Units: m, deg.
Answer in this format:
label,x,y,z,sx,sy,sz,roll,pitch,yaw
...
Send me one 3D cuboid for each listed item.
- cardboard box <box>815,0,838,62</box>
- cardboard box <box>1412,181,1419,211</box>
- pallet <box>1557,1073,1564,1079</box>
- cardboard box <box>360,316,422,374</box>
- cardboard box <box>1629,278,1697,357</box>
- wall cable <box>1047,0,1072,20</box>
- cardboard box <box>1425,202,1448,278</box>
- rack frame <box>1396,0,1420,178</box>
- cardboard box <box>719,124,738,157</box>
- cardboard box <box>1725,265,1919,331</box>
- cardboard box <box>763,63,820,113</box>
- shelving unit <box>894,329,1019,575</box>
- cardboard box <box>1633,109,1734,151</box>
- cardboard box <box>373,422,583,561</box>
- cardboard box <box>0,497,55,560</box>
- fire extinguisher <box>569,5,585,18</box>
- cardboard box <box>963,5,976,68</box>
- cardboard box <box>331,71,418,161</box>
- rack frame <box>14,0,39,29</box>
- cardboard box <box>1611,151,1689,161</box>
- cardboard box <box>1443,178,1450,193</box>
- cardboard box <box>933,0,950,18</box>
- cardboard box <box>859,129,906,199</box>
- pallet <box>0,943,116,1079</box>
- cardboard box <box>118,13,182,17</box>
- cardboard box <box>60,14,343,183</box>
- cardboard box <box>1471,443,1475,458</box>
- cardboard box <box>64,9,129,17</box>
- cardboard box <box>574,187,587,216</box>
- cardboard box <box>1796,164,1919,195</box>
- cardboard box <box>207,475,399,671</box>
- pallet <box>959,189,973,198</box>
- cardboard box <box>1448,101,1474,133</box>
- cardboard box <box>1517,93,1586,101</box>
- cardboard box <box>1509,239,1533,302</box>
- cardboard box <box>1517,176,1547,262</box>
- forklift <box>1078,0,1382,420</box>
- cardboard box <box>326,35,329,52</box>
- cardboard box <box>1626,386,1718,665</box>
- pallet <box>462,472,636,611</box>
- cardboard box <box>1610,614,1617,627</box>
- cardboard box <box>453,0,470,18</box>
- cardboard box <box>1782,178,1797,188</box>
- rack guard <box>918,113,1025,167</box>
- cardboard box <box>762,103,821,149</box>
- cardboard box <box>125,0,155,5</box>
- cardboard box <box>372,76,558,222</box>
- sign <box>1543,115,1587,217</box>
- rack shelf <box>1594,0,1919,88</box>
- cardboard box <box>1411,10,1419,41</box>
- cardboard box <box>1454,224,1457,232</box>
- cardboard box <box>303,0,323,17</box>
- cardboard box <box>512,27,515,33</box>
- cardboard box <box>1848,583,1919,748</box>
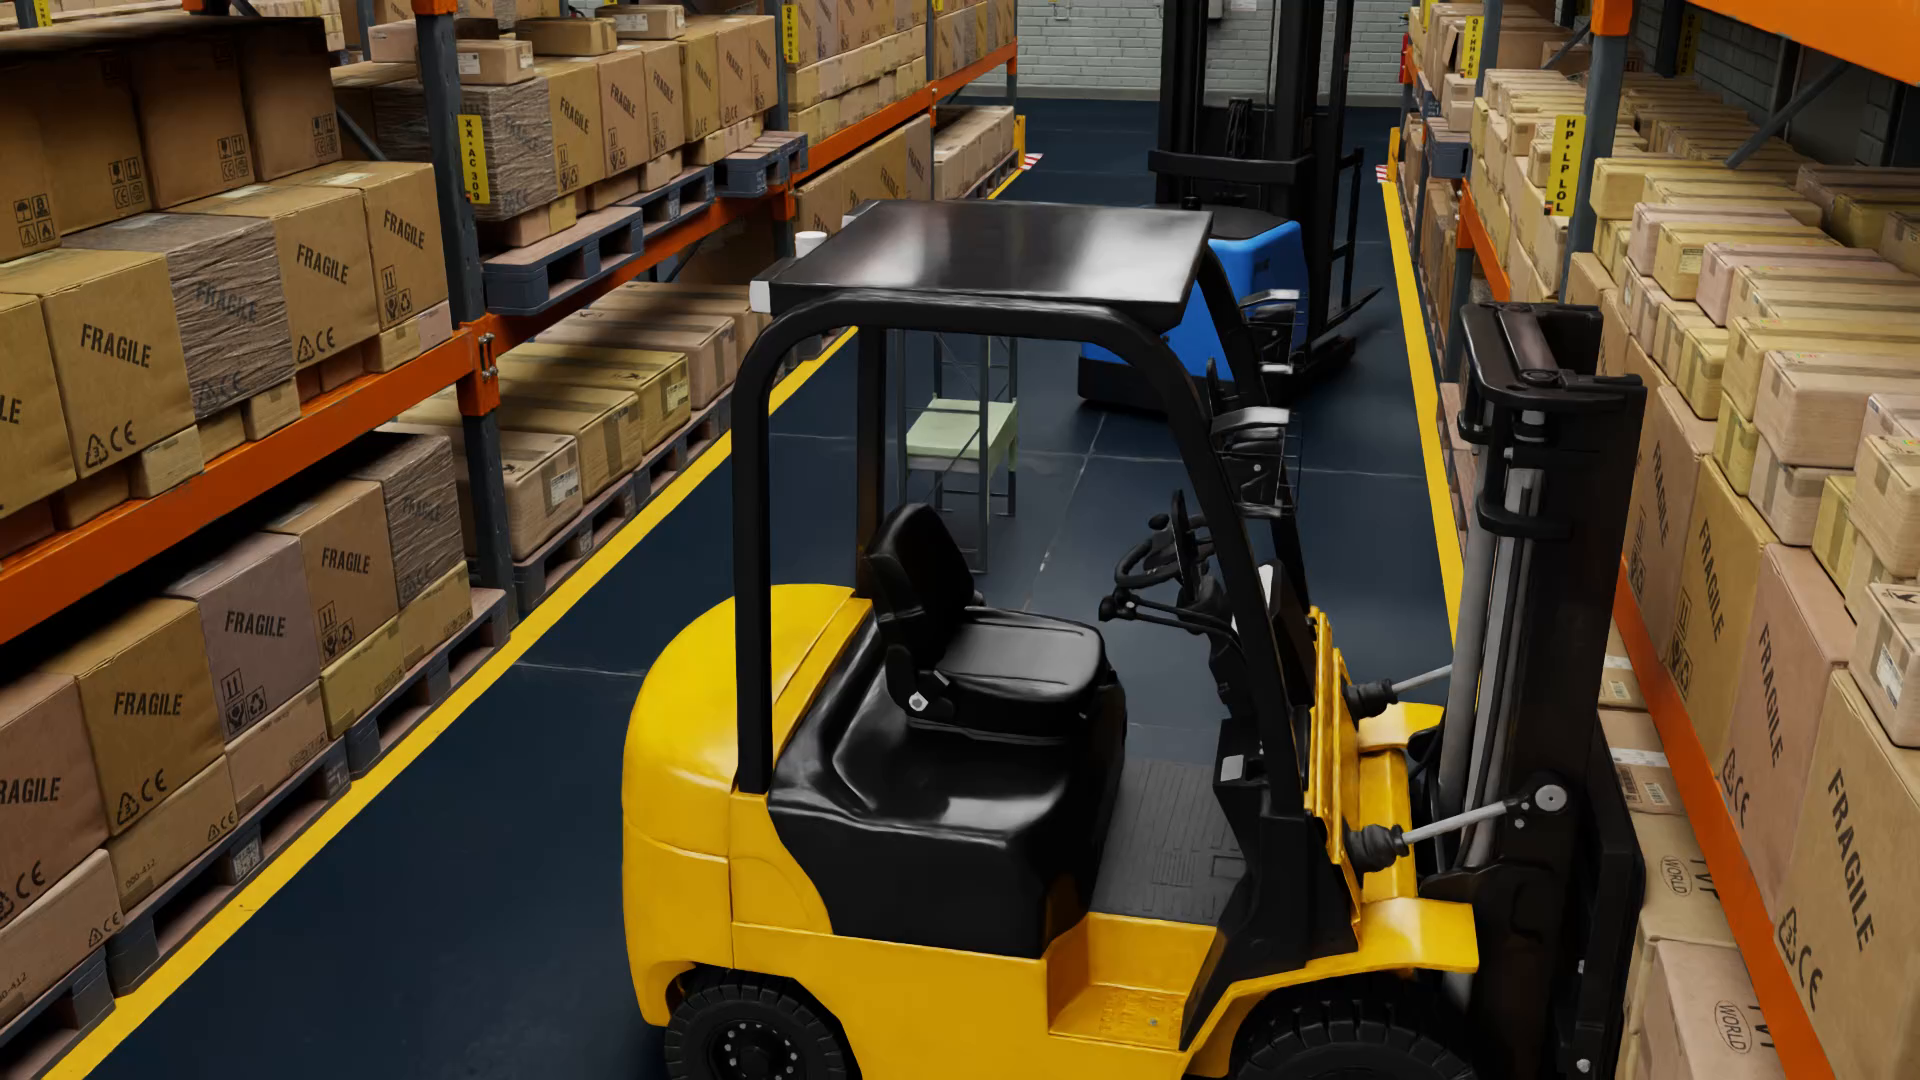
label,x,y,z,sx,sy,sz,roll,pitch,yaw
cardboard box,-1.103,-3.375,10.746,0.500,0.500,0.500,5,22,11
cardboard box,4.040,-2.890,14.112,0.396,0.266,0.258,5,23,13
pallet,2.059,1.348,4.225,1.003,0.211,1.213,4,22,11
cardboard box,-2.163,-0.709,5.935,0.380,0.149,0.250,5,22,12
cardboard box,1.931,-0.559,4.224,0.380,0.149,0.250,4,22,10
wall cable,1.225,-7.996,22.291,0.585,1.953,0.123,4,22,11
cardboard box,3.617,-2.105,11.848,0.500,0.500,0.500,4,22,9
rack frame,4.957,-5.070,16.426,1.000,3.000,0.127,4,22,11
cardboard box,-1.422,-2.171,9.002,0.380,0.149,0.250,3,22,8
cardboard box,1.934,-0.503,3.686,0.380,0.149,0.250,5,22,11
cardboard box,-1.190,-2.850,10.446,0.500,0.250,0.500,4,22,11
shelving unit,-0.001,-0.693,7.567,0.431,1.500,0.755,4,22,11
cardboard box,3.162,-1.794,7.290,0.380,0.149,0.250,5,22,12
cardboard box,-2.247,-0.226,7.355,0.950,0.372,0.625,5,22,12
cardboard box,-2.613,-0.059,4.321,0.380,0.149,0.250,5,23,13
fire extinguisher,-4.266,-5.635,18.433,0.296,0.674,0.183,4,22,11
cardboard box,-0.152,-4.547,14.994,0.500,0.500,0.500,5,22,11
cardboard box,-2.482,-1.624,6.776,0.500,0.500,0.500,4,22,10
rack frame,-6.402,-2.861,10.943,1.000,3.000,0.127,4,22,11
cardboard box,2.497,-1.351,6.192,0.380,0.149,0.250,4,22,11
cardboard box,3.785,-2.630,12.284,0.380,0.149,0.250,3,22,8
cardboard box,-0.385,-4.650,13.911,0.500,0.500,0.500,5,22,11
cardboard box,-0.944,-2.629,12.649,0.875,0.875,0.875,5,22,12
pallet,-2.952,1.376,4.154,1.003,0.211,1.213,4,22,11
cardboard box,-5.903,-3.754,12.136,0.380,0.149,0.250,6,23,13
cardboard box,-2.653,-1.562,5.846,0.700,0.500,0.500,4,22,10
cardboard box,3.058,-0.770,8.368,0.875,0.625,0.625,5,23,13
cardboard box,-6.484,-3.902,12.506,0.380,0.149,0.250,6,23,14
cardboard box,-1.887,-1.514,7.373,0.380,0.149,0.250,6,23,14
cardboard box,2.739,-1.026,4.987,0.380,0.149,0.250,5,22,11
cardboard box,-2.312,0.098,5.710,0.500,0.500,0.500,5,22,12
pallet,-0.487,-2.962,14.927,1.003,0.211,1.213,4,22,11
cardboard box,3.083,-2.492,9.799,0.380,0.149,0.250,5,22,12
cardboard box,2.828,-2.013,7.834,0.380,0.149,0.250,5,22,11
cardboard box,2.452,-1.000,6.522,0.500,0.250,0.500,4,22,11
cardboard box,2.456,-1.231,6.427,0.500,0.250,0.500,4,22,10
forklift,1.889,-2.518,10.182,1.130,2.935,3.031,13,25,29
cardboard box,-5.525,-4.147,13.909,0.380,0.149,0.250,5,22,11
cardboard box,1.847,-0.026,3.768,0.500,0.500,0.500,5,22,11
pallet,-2.194,-0.049,7.694,1.003,0.211,1.213,4,22,11
cardboard box,1.988,0.275,4.935,0.500,0.250,0.500,4,22,11
cardboard box,-5.006,-5.033,15.804,0.500,0.500,0.500,4,22,10
cardboard box,2.790,-1.140,5.668,0.380,0.149,0.250,4,22,10
rack guard,0.102,-4.296,17.851,1.175,0.500,0.348,4,22,11
cardboard box,-1.189,-2.611,10.522,0.500,0.250,0.500,4,22,10
cardboard box,-9.443,-6.073,18.720,0.500,0.250,0.500,4,22,10
cardboard box,-1.975,-1.587,6.684,0.500,0.500,0.500,5,22,12
sign,1.975,-1.219,5.422,0.100,0.325,0.005,4,22,11
rack shelf,2.100,-1.007,3.287,1.077,0.370,4.000,4,22,11
cardboard box,4.498,-4.808,15.580,0.500,0.250,0.500,5,22,11
cardboard box,3.300,-1.875,10.410,0.380,0.149,0.250,4,22,9
cardboard box,-5.530,-4.418,13.787,0.380,0.149,0.250,4,22,9
cardboard box,-4.712,-5.254,17.219,0.380,0.149,0.250,5,22,12
cardboard box,1.512,0.191,2.363,0.380,0.149,0.250,5,22,12
